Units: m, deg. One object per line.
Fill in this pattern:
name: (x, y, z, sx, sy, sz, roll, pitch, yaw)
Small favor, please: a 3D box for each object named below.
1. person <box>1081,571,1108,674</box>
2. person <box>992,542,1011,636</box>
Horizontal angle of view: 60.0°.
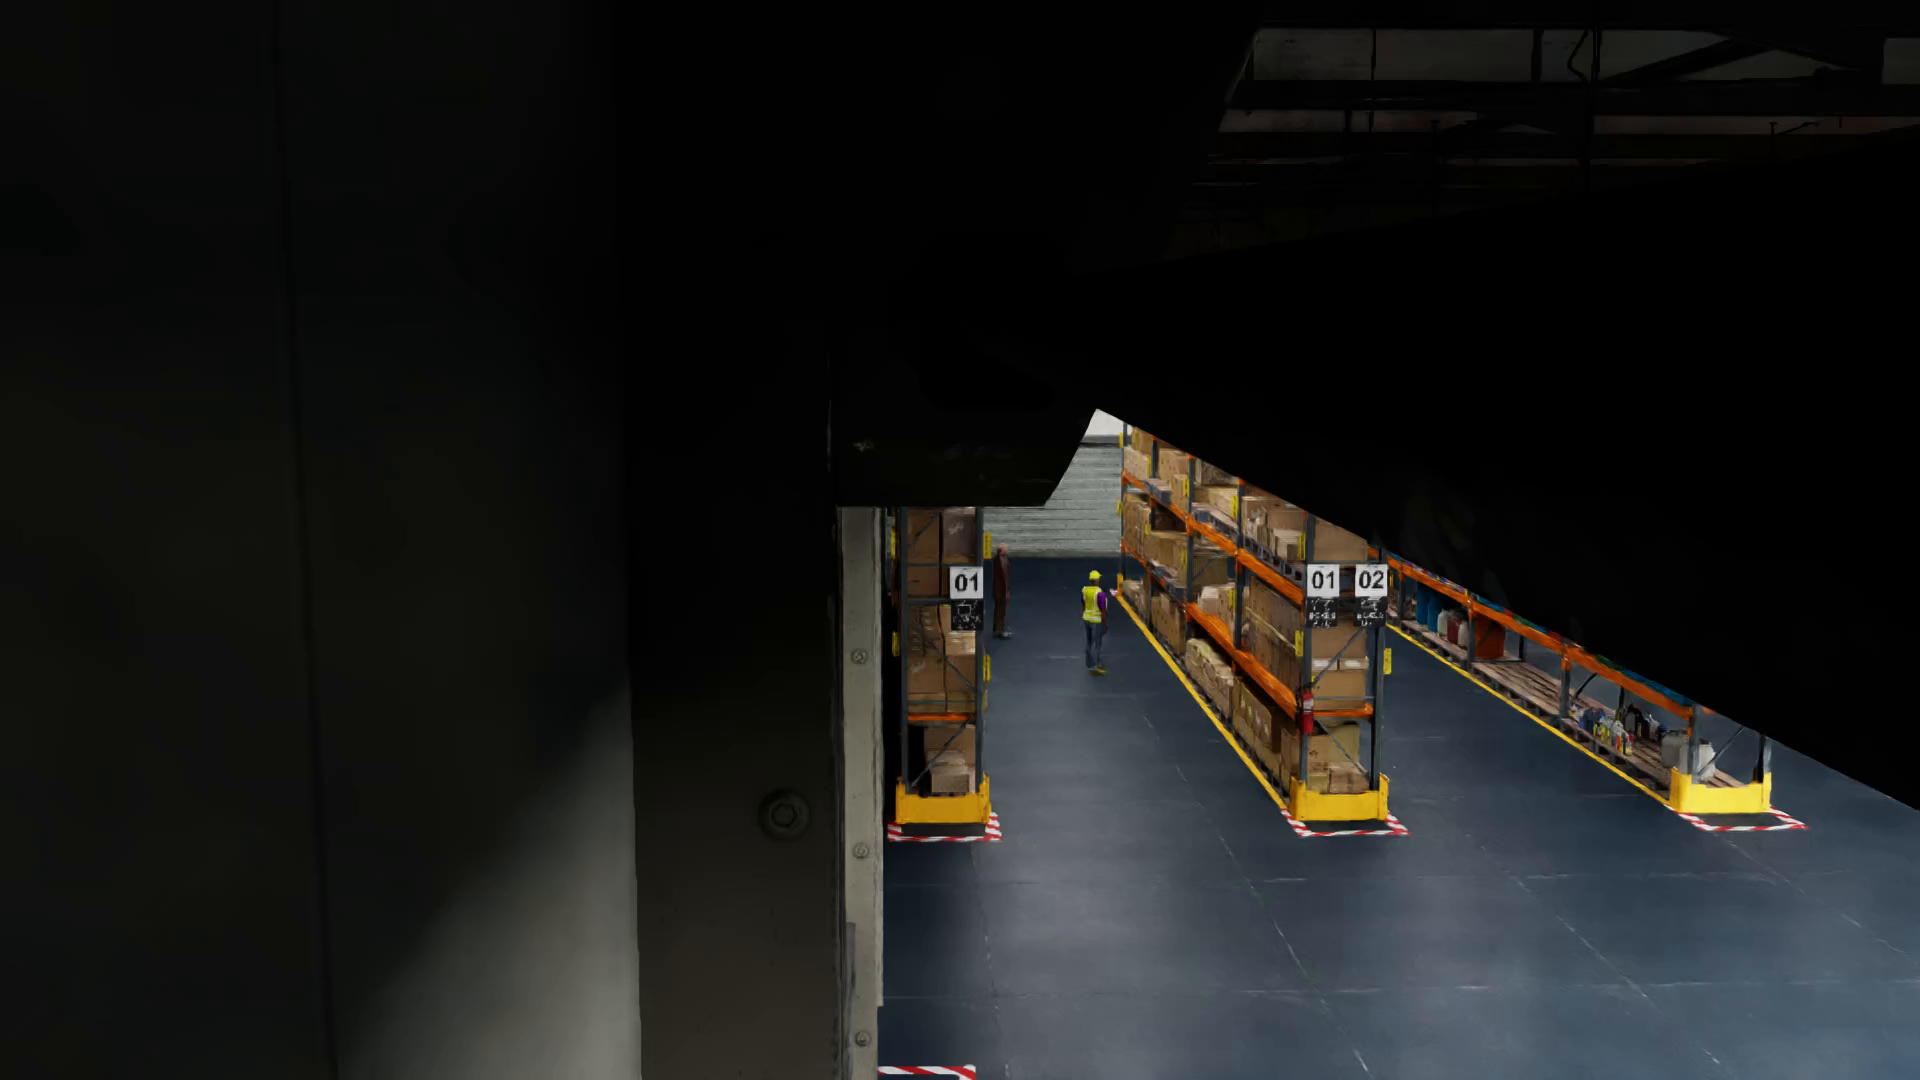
person: (2.373, 1.400, 28.798, 0.453, 1.768, 0.611, -5, 9, -32)
person: (0.826, 0.935, 32.079, 0.447, 1.762, 0.664, -2, 8, -17)
